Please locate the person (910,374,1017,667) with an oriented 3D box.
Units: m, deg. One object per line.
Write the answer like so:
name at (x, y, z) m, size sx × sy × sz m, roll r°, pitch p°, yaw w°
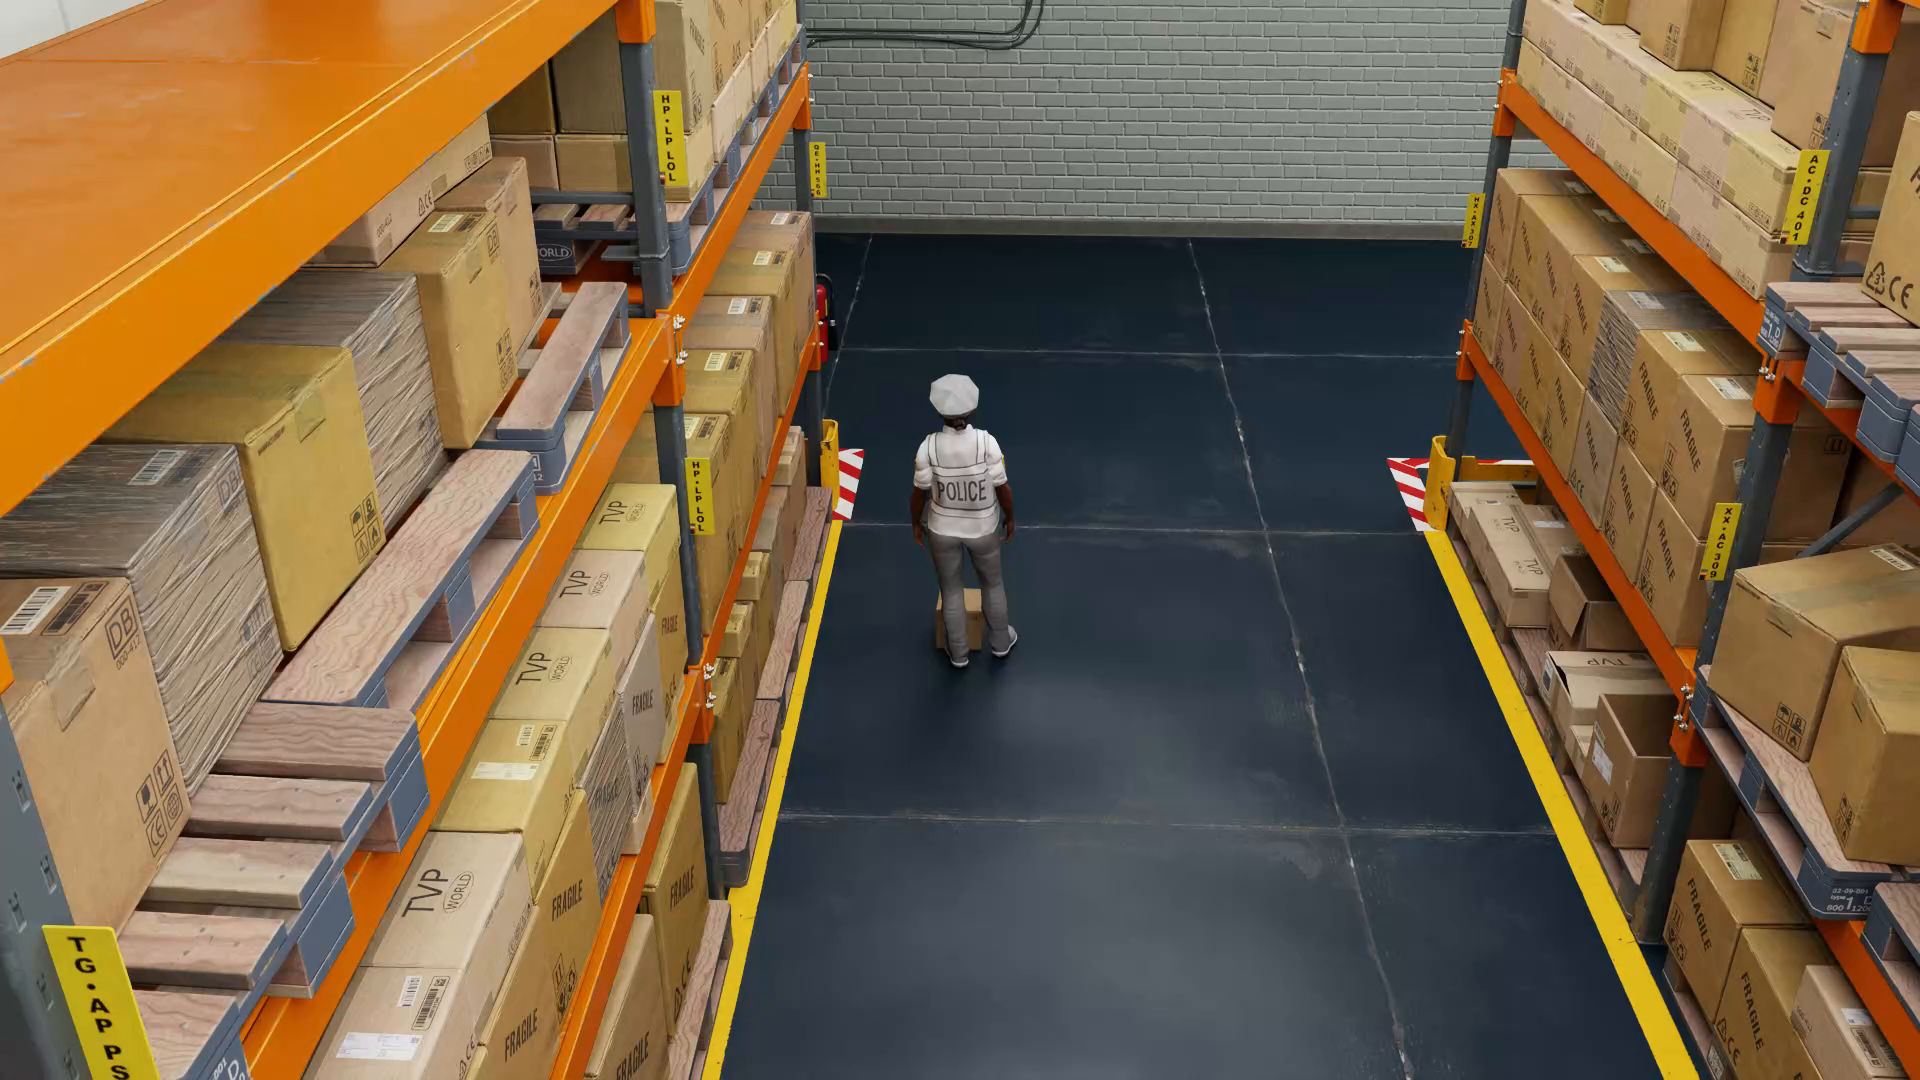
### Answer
person at (0.030, -0.107, 8.767) m, size 0.570 × 1.695 × 0.529 m, roll 1°, pitch 28°, yaw 1°
